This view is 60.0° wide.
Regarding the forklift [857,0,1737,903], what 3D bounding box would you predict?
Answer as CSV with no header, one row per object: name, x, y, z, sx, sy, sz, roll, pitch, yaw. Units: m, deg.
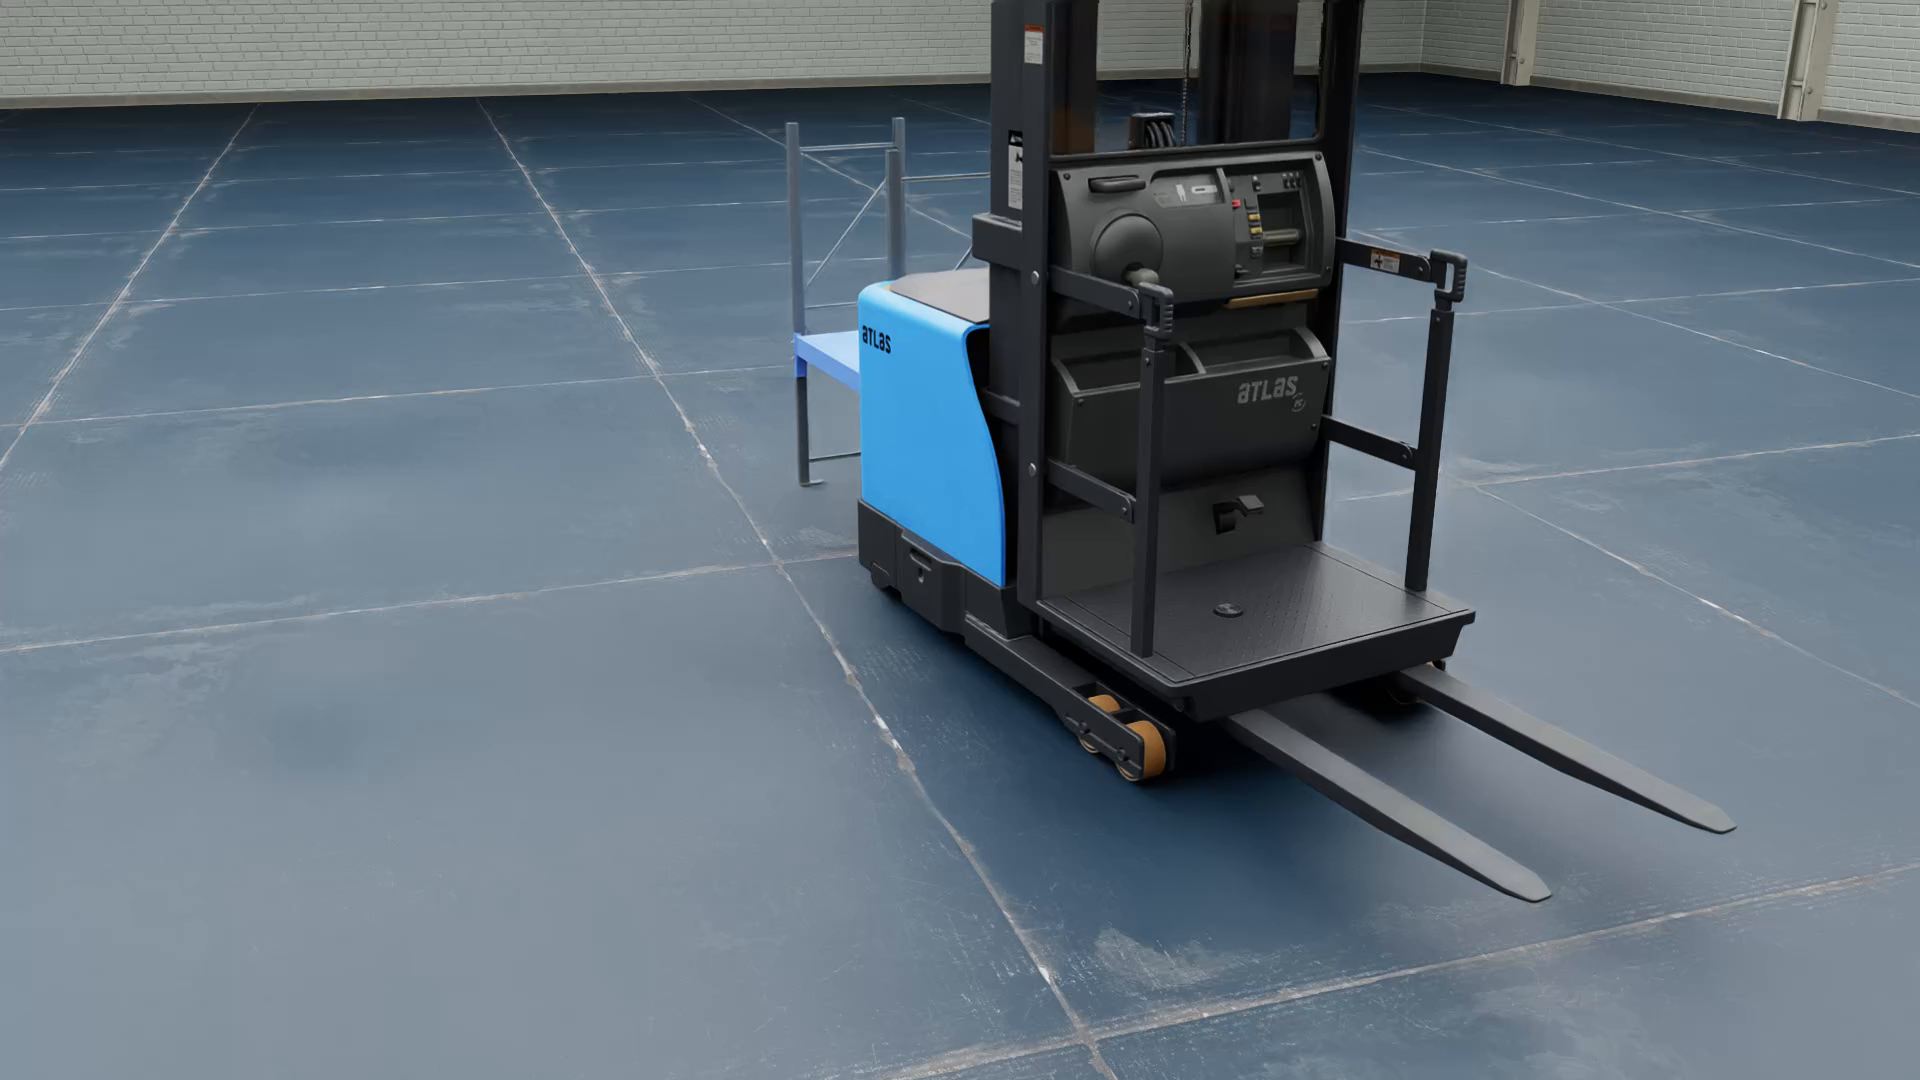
forklift,0.792,-0.891,4.562,1.130,2.935,3.031,-11,22,-27

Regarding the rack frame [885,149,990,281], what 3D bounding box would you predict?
rack frame,-0.023,-0.663,6.044,0.500,1.500,0.032,-9,22,-24

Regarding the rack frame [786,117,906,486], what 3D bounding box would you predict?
rack frame,-0.457,-0.974,6.910,0.500,1.500,0.032,-9,22,-24

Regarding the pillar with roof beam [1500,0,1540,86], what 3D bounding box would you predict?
pillar with roof beam,4.947,-11.186,24.248,9.100,9.000,0.400,-6,21,-17

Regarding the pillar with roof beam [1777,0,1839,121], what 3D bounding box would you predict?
pillar with roof beam,6.832,-9.261,18.888,9.100,9.000,0.400,-6,21,-17

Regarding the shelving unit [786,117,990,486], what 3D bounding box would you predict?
shelving unit,-0.240,-0.819,6.477,0.538,1.500,1.048,-9,22,-24

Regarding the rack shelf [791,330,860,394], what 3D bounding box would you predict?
rack shelf,-0.240,-0.649,6.538,0.538,0.185,1.000,-9,22,-24
